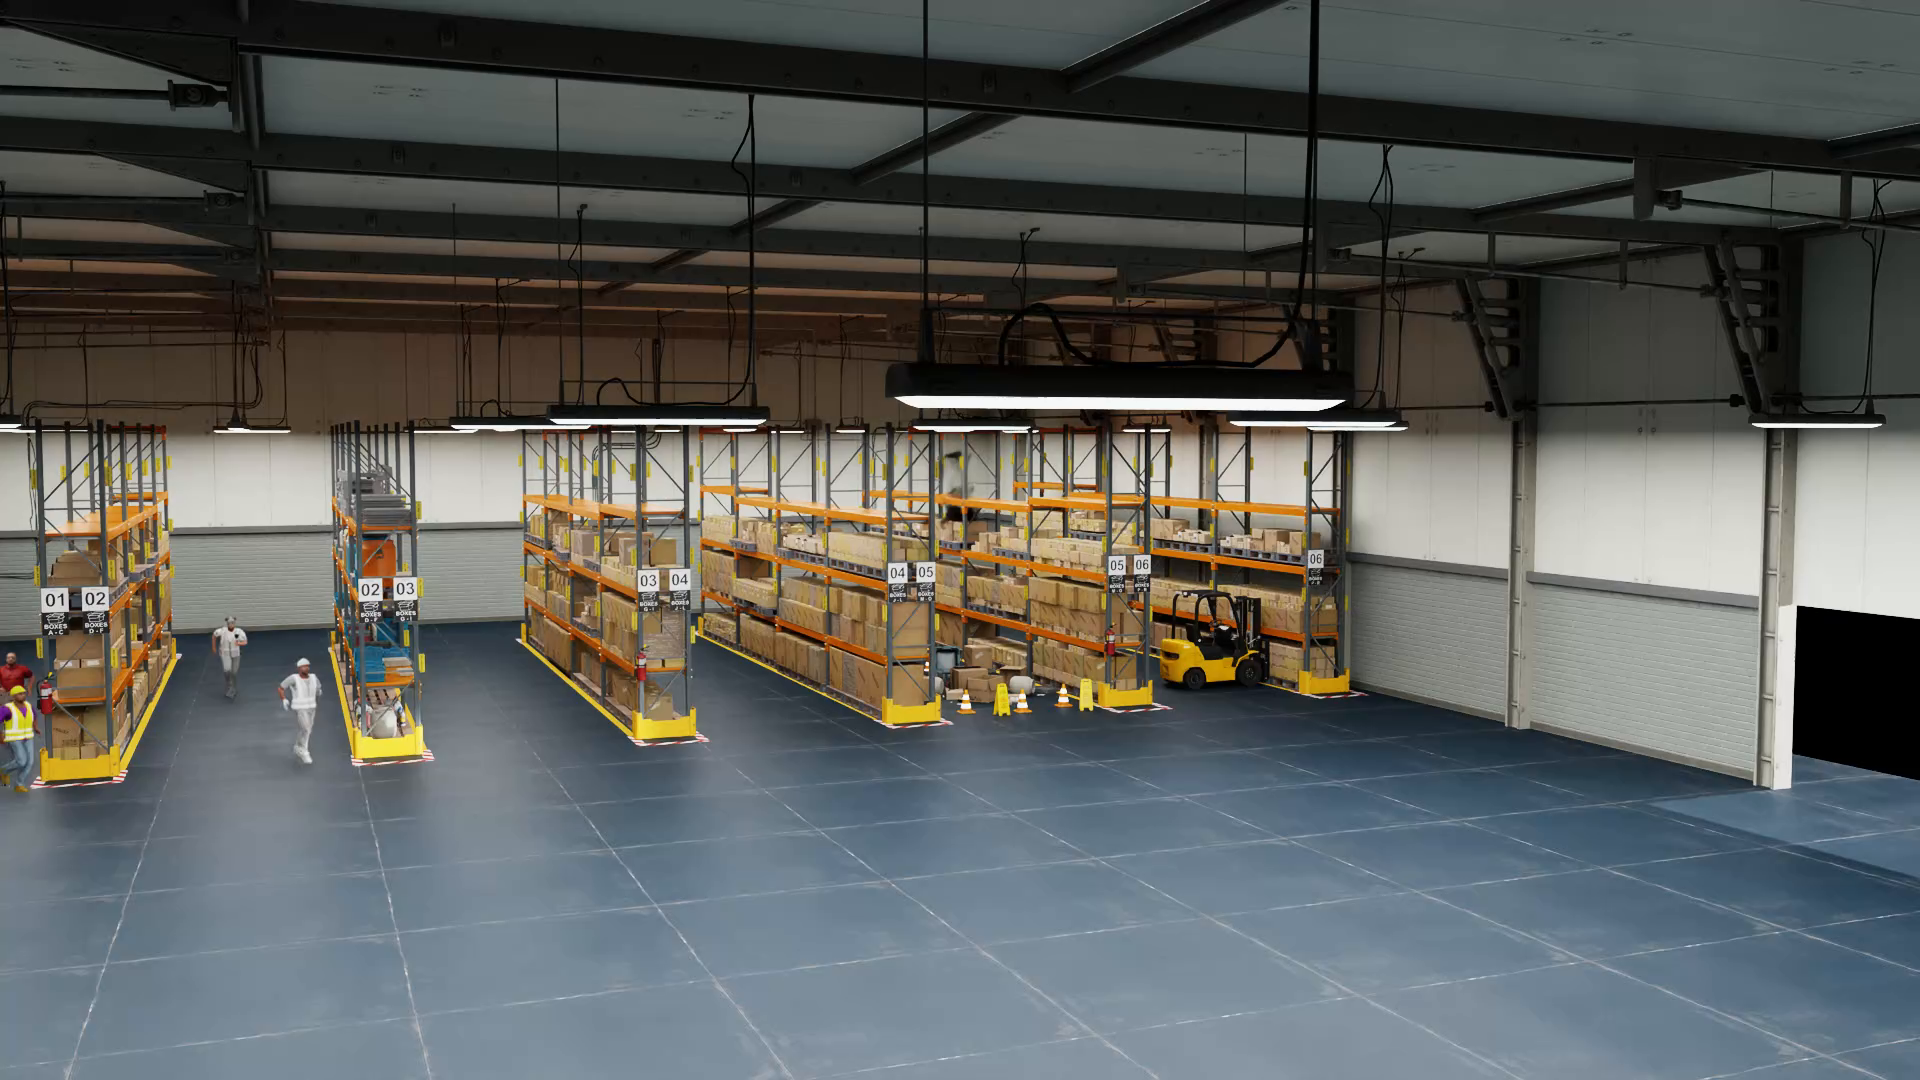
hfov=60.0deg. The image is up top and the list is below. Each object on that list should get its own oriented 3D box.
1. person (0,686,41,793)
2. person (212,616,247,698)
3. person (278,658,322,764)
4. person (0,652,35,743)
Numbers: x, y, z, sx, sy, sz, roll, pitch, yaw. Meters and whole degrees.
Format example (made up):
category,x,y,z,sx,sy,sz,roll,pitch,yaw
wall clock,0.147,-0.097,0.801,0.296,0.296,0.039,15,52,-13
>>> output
category,x,y,z,sx,sy,sz,roll,pitch,yaw
person,-15.135,3.201,26.746,0.590,1.726,0.719,2,4,25
person,-16.061,2.565,36.596,0.690,1.809,0.857,-2,4,-27
person,-11.545,3.003,29.266,0.776,1.841,0.670,2,4,31
person,-17.628,2.945,30.960,0.697,1.690,0.592,-2,4,-27
